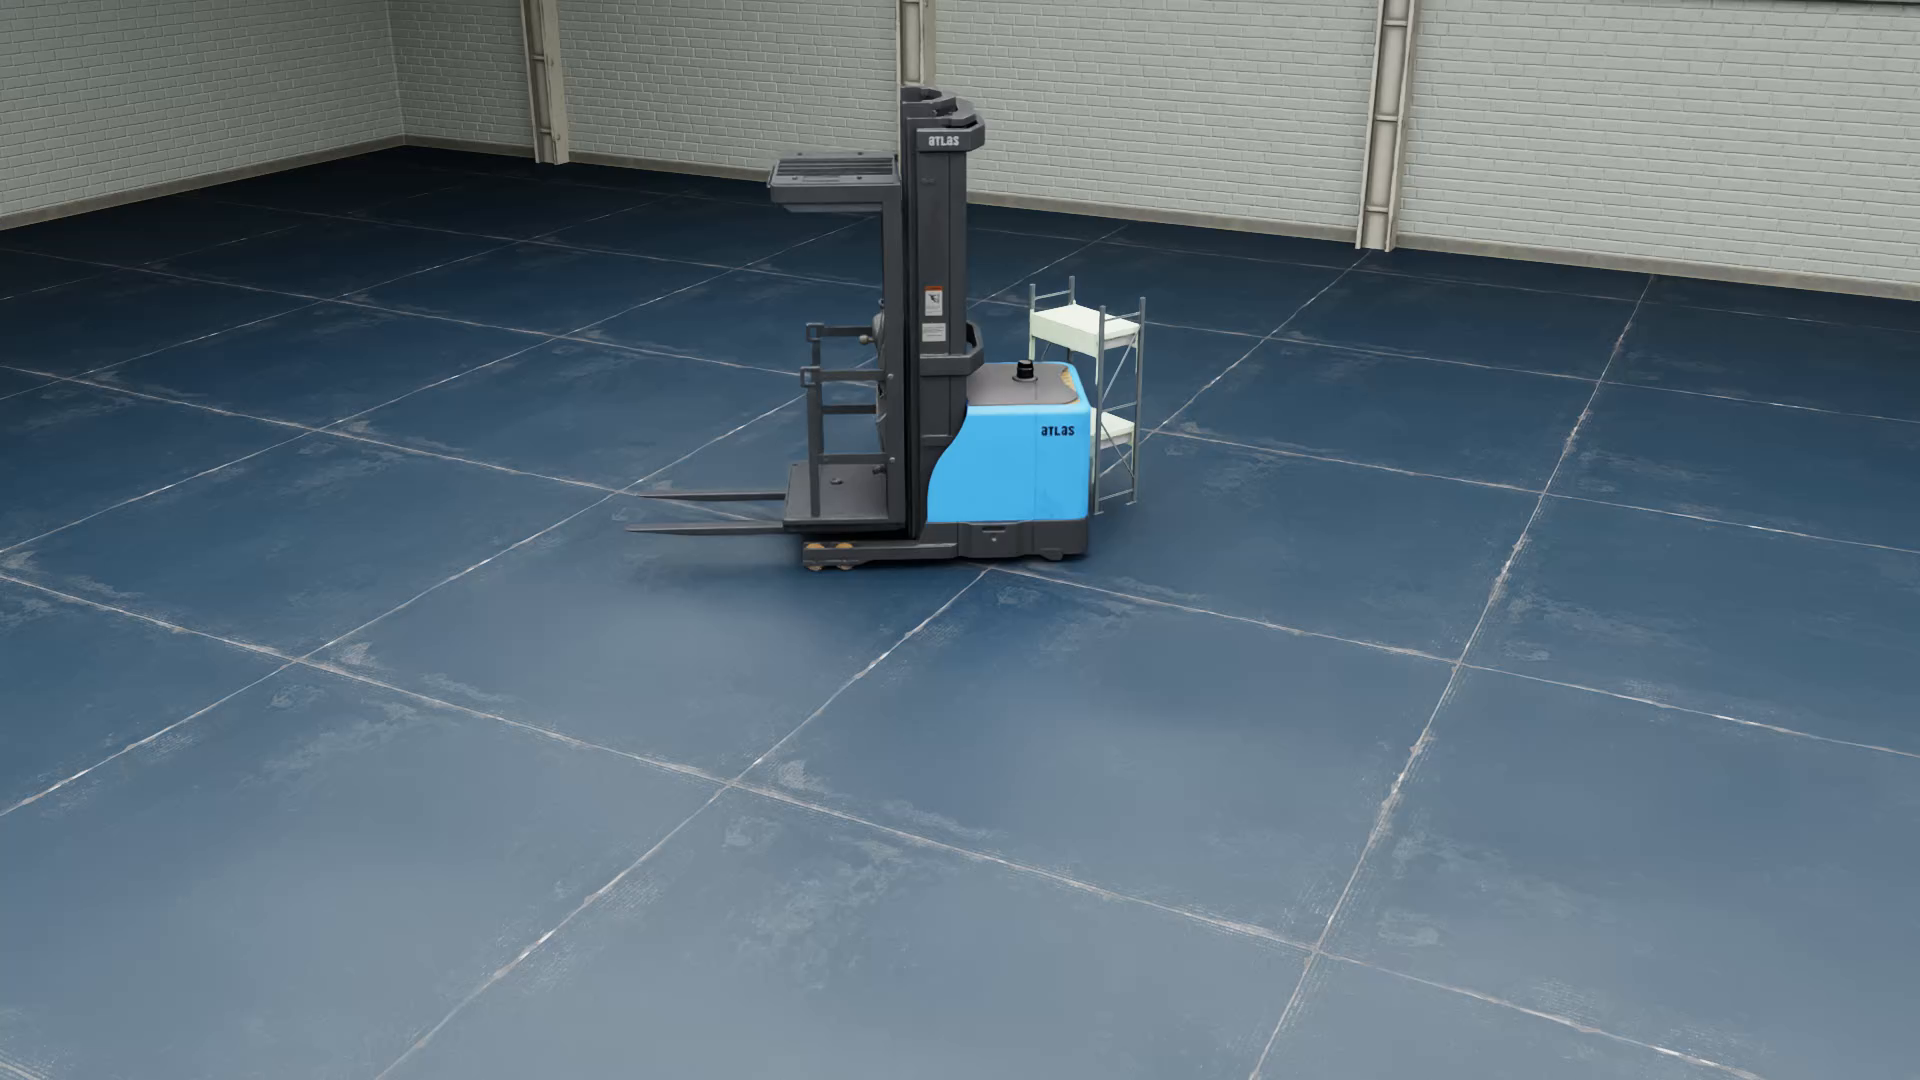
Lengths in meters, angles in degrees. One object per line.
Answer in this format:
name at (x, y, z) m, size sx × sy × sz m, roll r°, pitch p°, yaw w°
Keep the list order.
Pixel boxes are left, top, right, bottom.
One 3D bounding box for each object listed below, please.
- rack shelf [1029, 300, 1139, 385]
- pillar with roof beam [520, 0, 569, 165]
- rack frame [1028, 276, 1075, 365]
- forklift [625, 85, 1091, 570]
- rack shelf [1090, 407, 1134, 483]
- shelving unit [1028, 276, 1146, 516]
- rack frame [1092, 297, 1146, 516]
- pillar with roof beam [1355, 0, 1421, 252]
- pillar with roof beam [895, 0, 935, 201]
rack shelf at (0.873, -1.385, 11.593) m, size 0.431 × 0.370 × 0.720 m, roll -17°, pitch 28°, yaw -34°
pillar with roof beam at (-7.858, -8.133, 18.876) m, size 0.400 × 9.000 × 9.100 m, roll 11°, pitch 25°, yaw 25°
rack frame at (0.651, -1.140, 12.013) m, size 0.400 × 1.500 × 0.023 m, roll -17°, pitch 28°, yaw -34°
forklift at (-0.687, -1.369, 10.723) m, size 3.031 × 2.935 × 1.130 m, roll -1°, pitch 23°, yaw -3°
rack shelf at (0.873, -0.726, 11.873) m, size 0.431 × 0.370 × 0.720 m, roll -17°, pitch 28°, yaw -34°
shelving unit at (0.873, -1.026, 11.745) m, size 0.431 × 1.500 × 0.755 m, roll -17°, pitch 28°, yaw -34°
rack frame at (1.095, -0.912, 11.478) m, size 0.400 × 1.500 × 0.023 m, roll -17°, pitch 28°, yaw -34°
pillar with roof beam at (2.851, -6.014, 13.893) m, size 0.400 × 9.000 × 9.100 m, roll 11°, pitch 25°, yaw 25°
pillar with roof beam at (-2.503, -7.074, 16.385) m, size 0.400 × 9.000 × 9.100 m, roll 11°, pitch 25°, yaw 25°
